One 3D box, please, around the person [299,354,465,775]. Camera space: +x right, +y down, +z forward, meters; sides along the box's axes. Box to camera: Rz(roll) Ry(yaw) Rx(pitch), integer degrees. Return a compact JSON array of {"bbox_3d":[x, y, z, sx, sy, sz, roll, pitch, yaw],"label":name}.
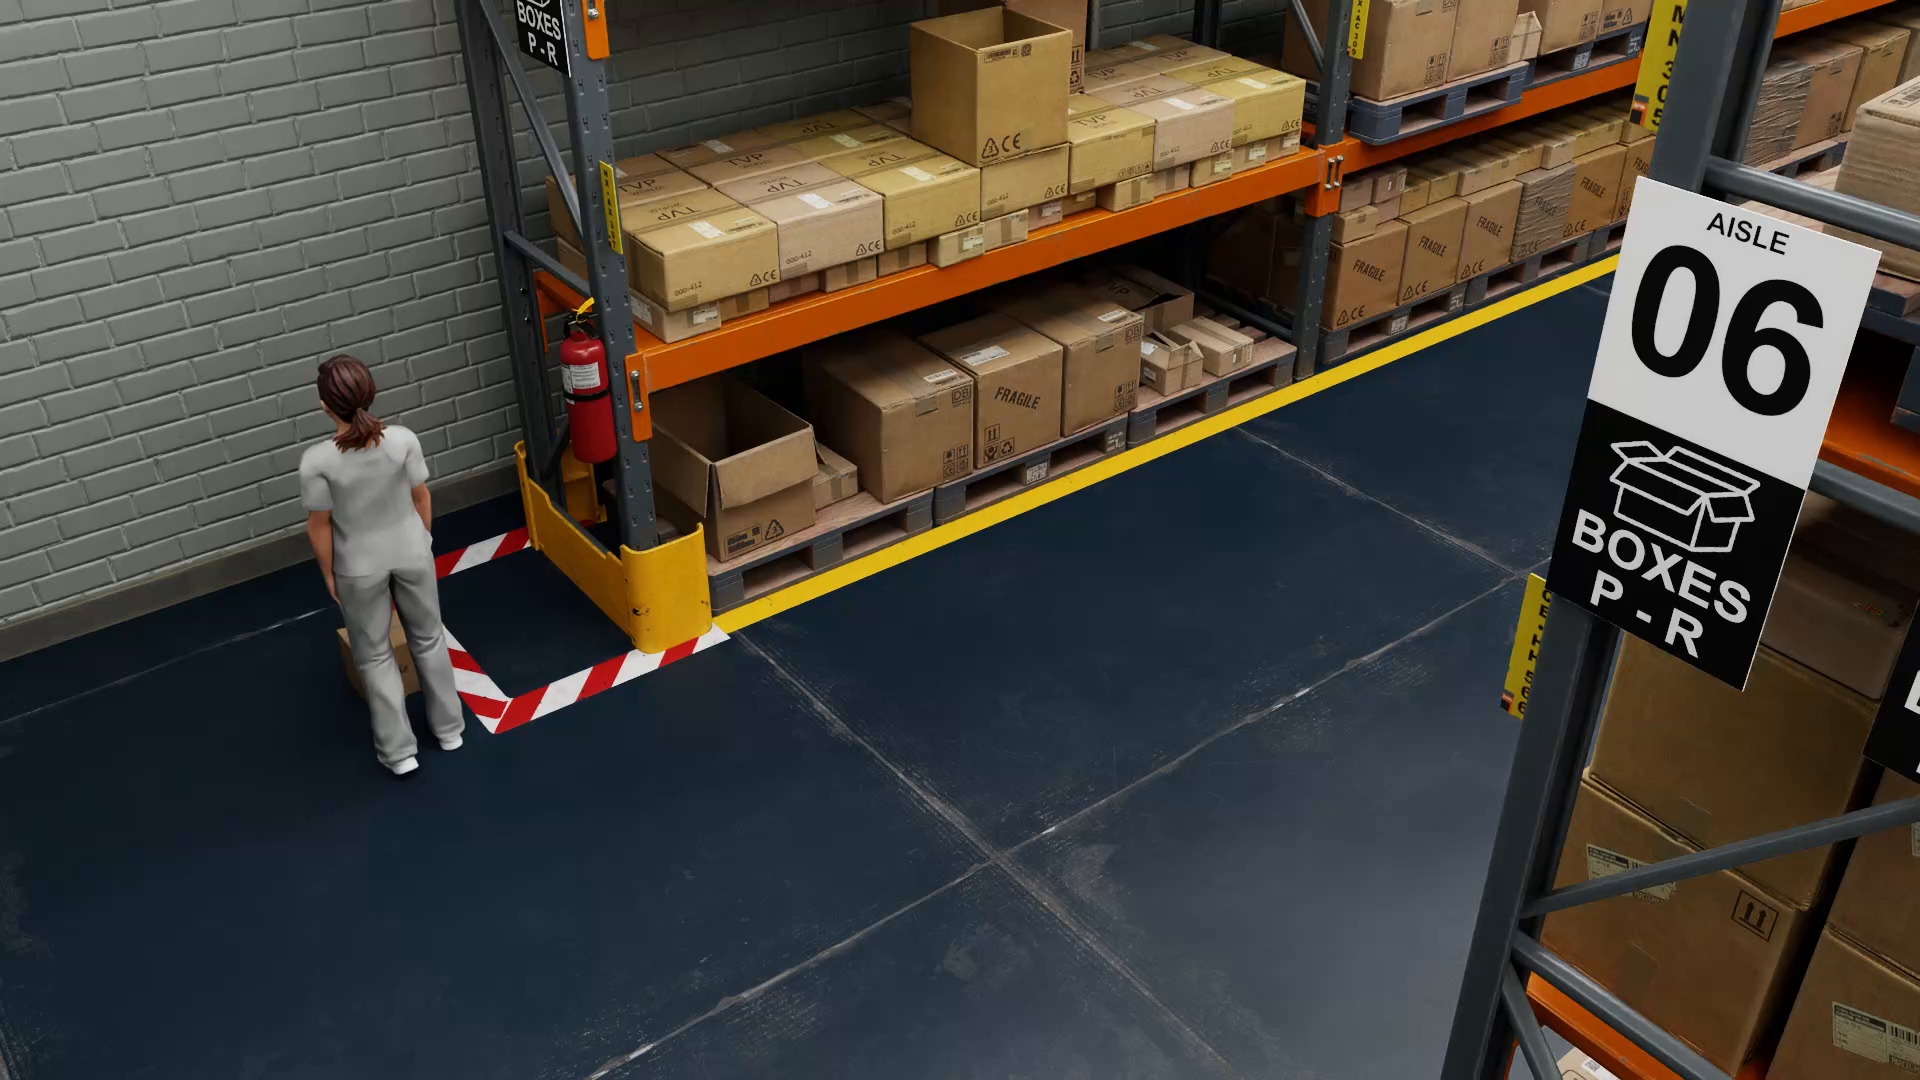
[{"bbox_3d":[-2.087,0.115,6.013,0.442,1.728,0.407,-18,36,-26],"label":"person"}]
